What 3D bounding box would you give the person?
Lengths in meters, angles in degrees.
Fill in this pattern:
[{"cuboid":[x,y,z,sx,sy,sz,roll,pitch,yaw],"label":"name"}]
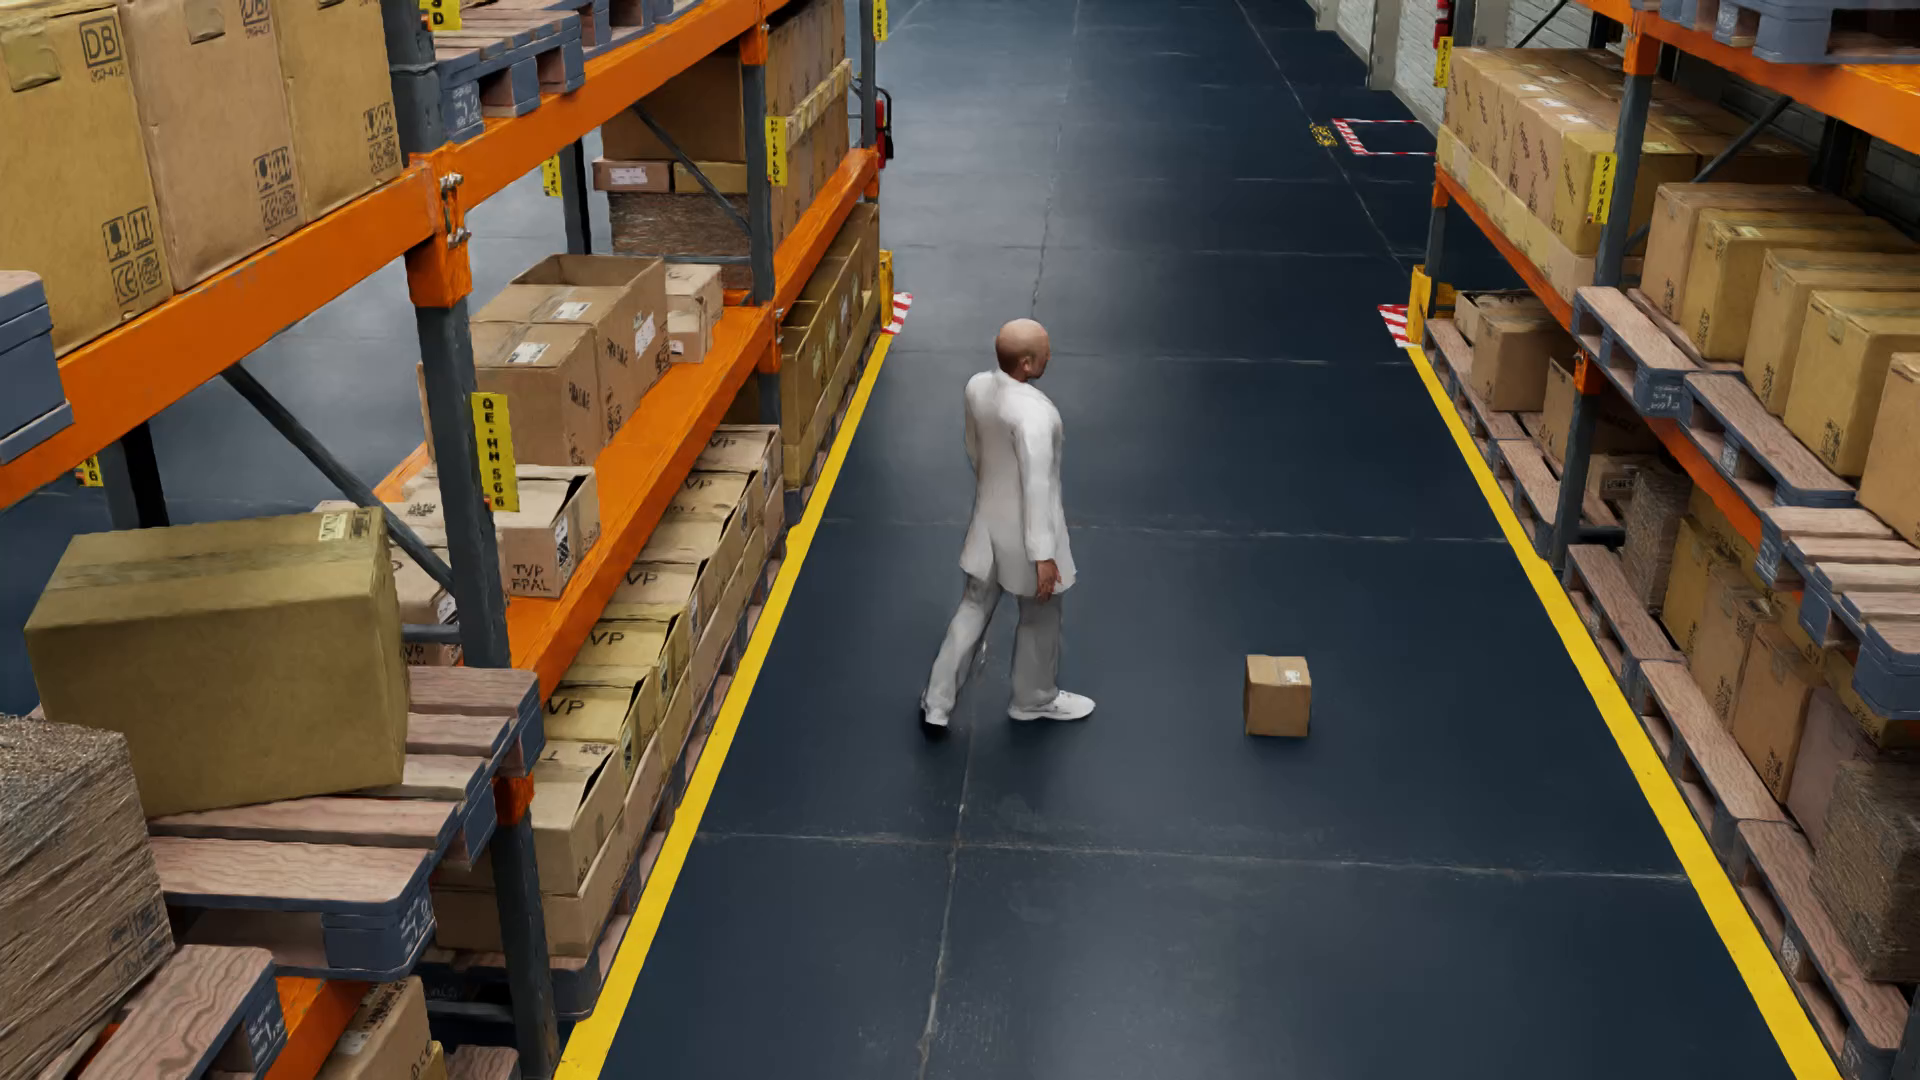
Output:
[{"cuboid":[0.199,-0.035,6.704,0.730,1.773,0.683,-15,28,-30],"label":"person"}]
